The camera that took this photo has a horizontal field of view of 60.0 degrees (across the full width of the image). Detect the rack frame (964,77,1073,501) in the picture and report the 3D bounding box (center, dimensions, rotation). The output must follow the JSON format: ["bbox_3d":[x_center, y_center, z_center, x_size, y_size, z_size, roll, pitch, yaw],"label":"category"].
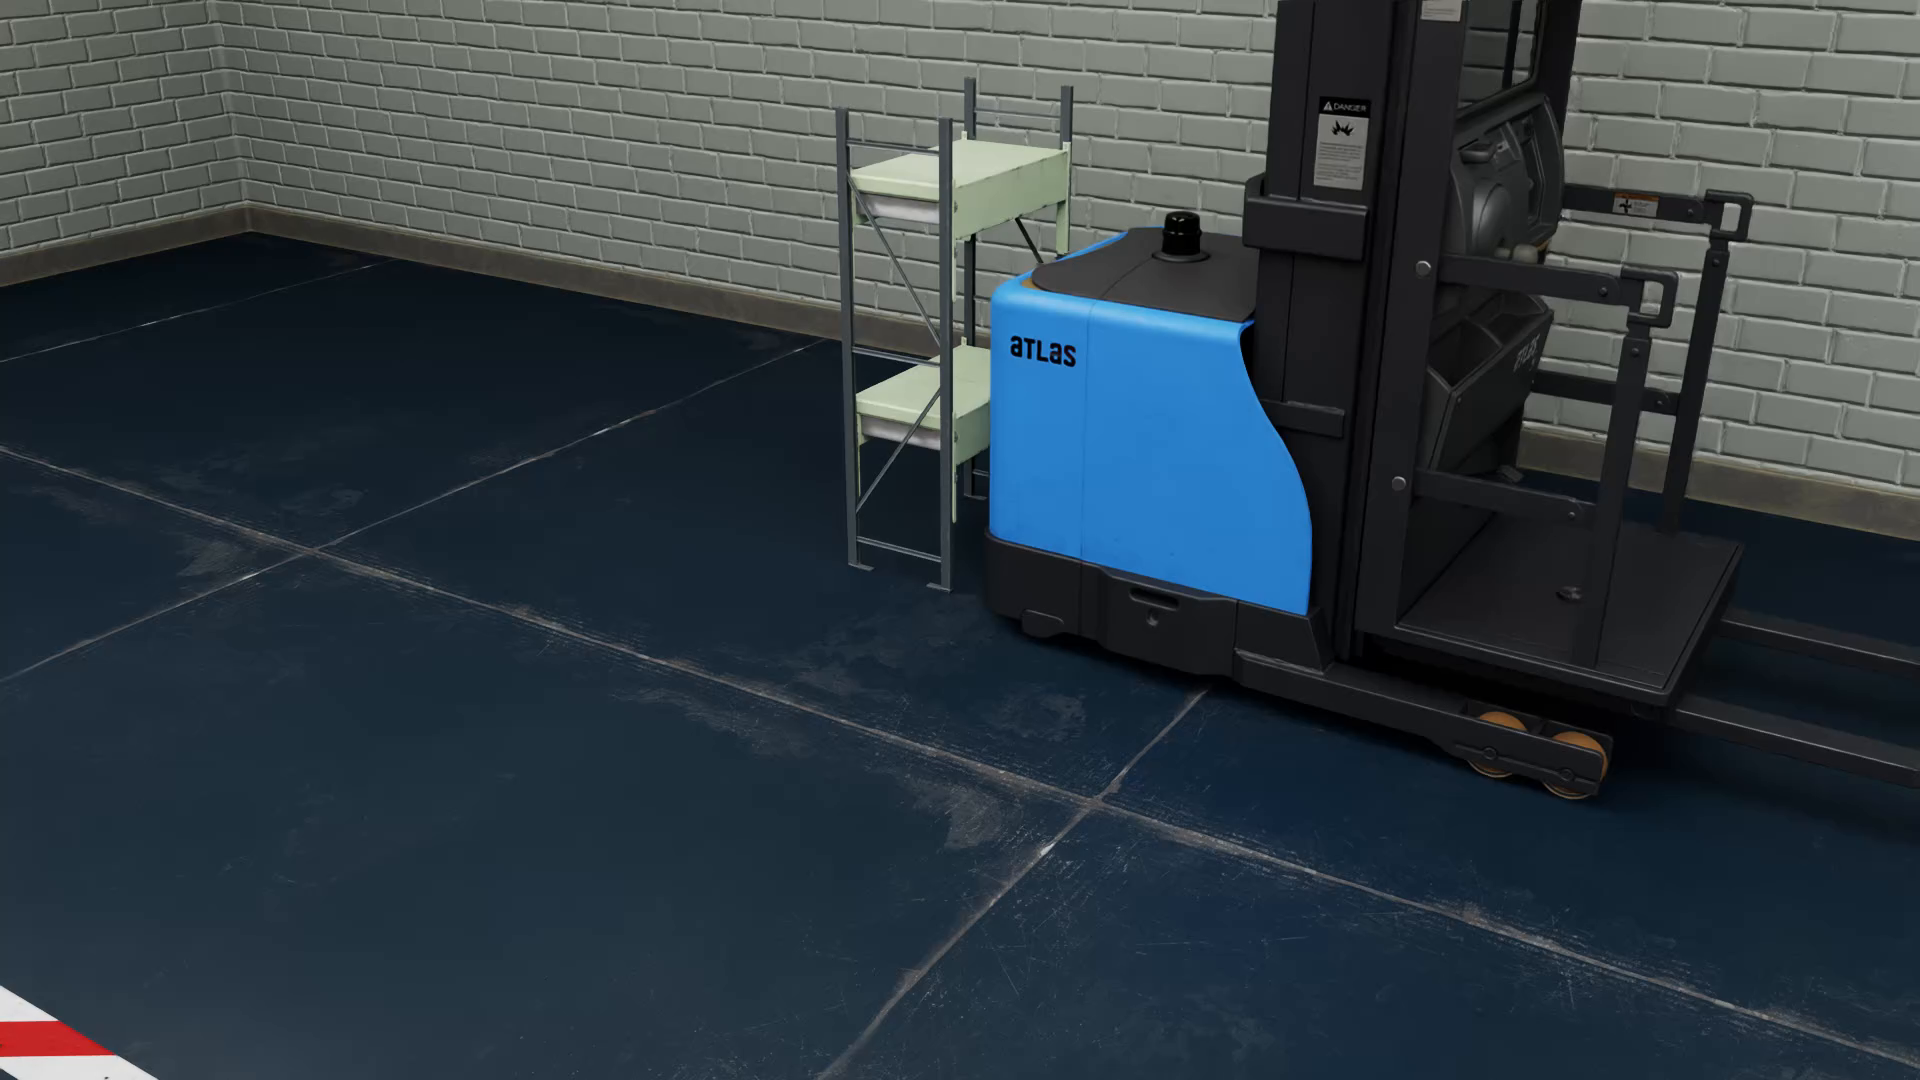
[{"bbox_3d":[0.190,-0.810,5.732,0.400,1.500,0.023,14,27,29],"label":"rack frame"}]

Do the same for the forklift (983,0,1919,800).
[{"bbox_3d":[1.591,-0.927,4.203,3.031,2.935,1.130,14,27,30],"label":"forklift"}]

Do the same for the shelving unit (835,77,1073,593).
[{"bbox_3d":[-0.004,-0.686,5.447,0.431,1.500,0.755,14,27,29],"label":"shelving unit"}]

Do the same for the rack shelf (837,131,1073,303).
[{"bbox_3d":[-0.004,-1.044,5.292,0.431,0.370,0.720,14,27,29],"label":"rack shelf"}]

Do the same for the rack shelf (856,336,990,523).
[{"bbox_3d":[-0.004,-0.387,5.576,0.431,0.370,0.720,14,27,29],"label":"rack shelf"}]

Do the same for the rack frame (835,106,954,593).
[{"bbox_3d":[-0.197,-0.562,5.161,0.400,1.500,0.023,14,27,29],"label":"rack frame"}]
